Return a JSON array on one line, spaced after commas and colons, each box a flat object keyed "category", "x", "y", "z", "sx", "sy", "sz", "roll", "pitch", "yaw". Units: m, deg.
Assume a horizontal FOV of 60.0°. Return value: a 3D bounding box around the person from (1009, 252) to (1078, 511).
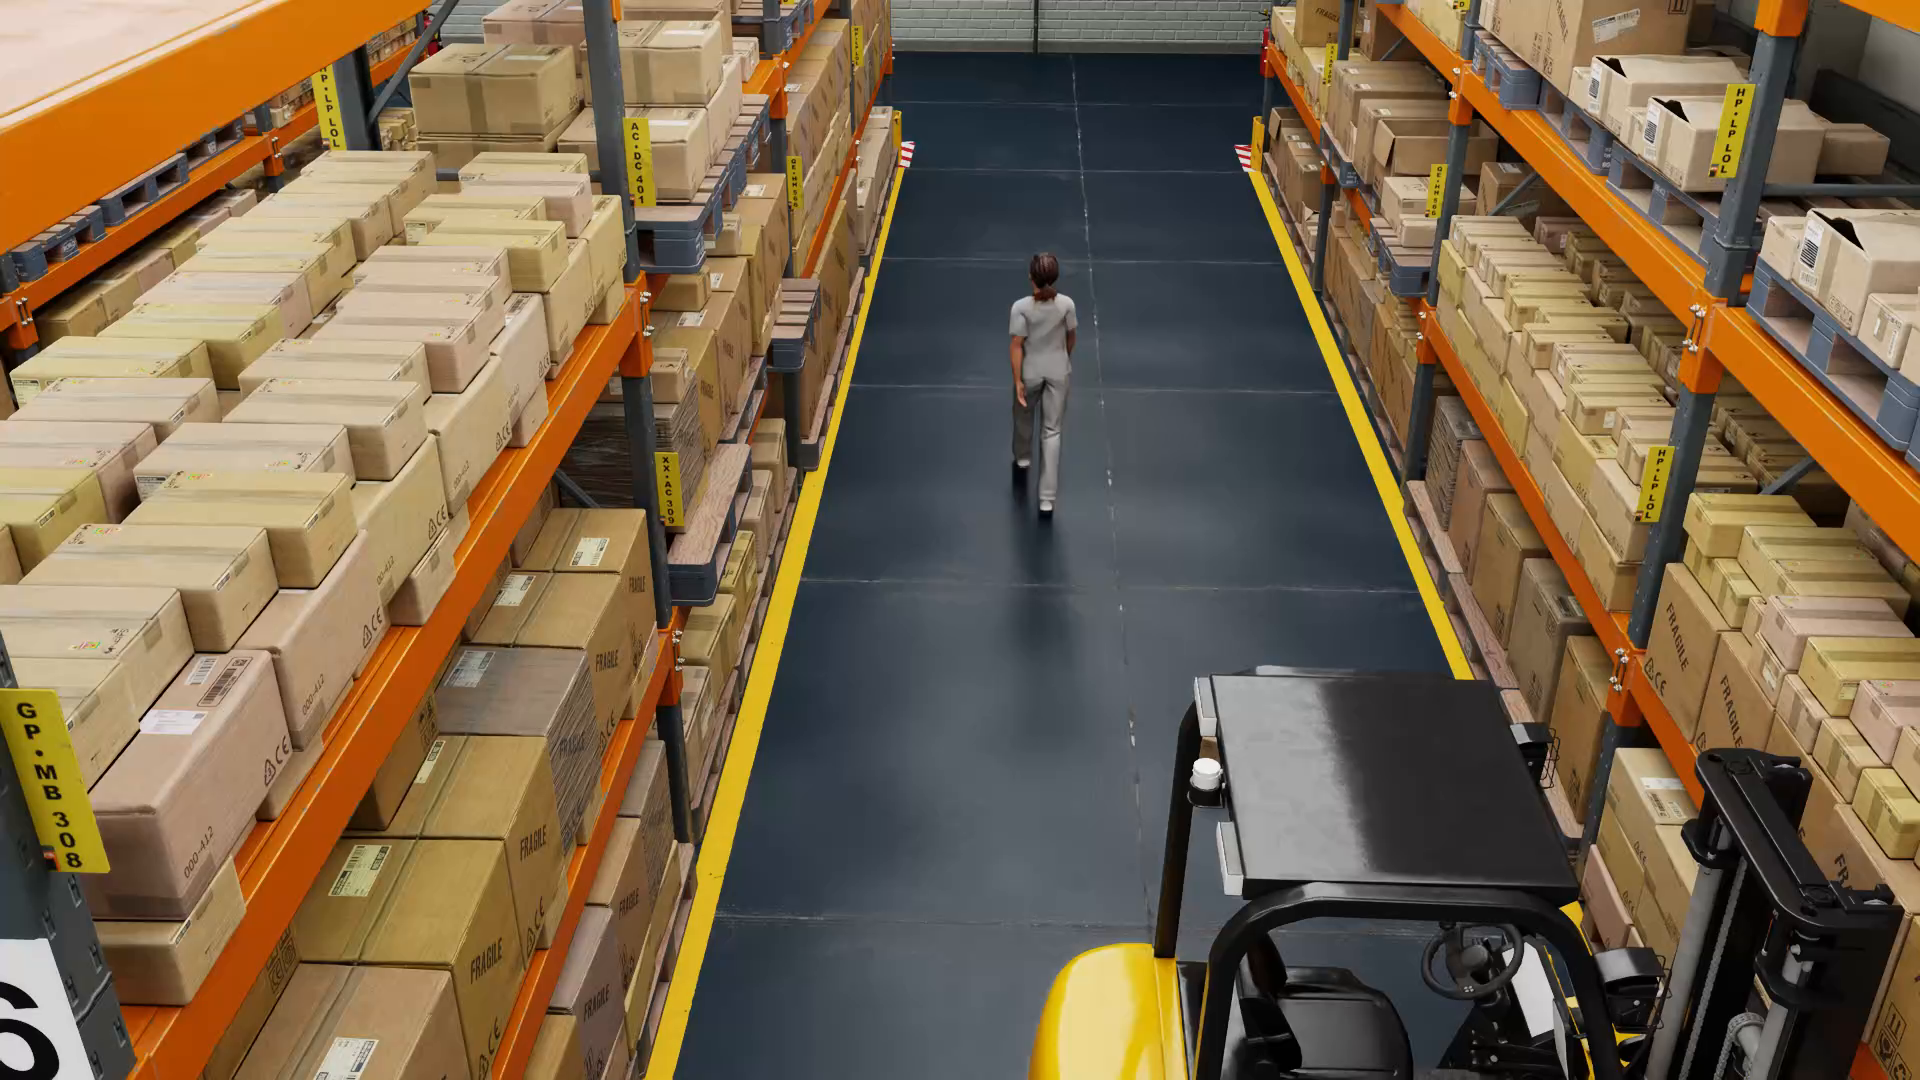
[{"category": "person", "x": 0.520, "y": -1.093, "z": 10.673, "sx": 0.442, "sy": 1.587, "sz": 1.009, "roll": -1, "pitch": 28, "yaw": -1}]
